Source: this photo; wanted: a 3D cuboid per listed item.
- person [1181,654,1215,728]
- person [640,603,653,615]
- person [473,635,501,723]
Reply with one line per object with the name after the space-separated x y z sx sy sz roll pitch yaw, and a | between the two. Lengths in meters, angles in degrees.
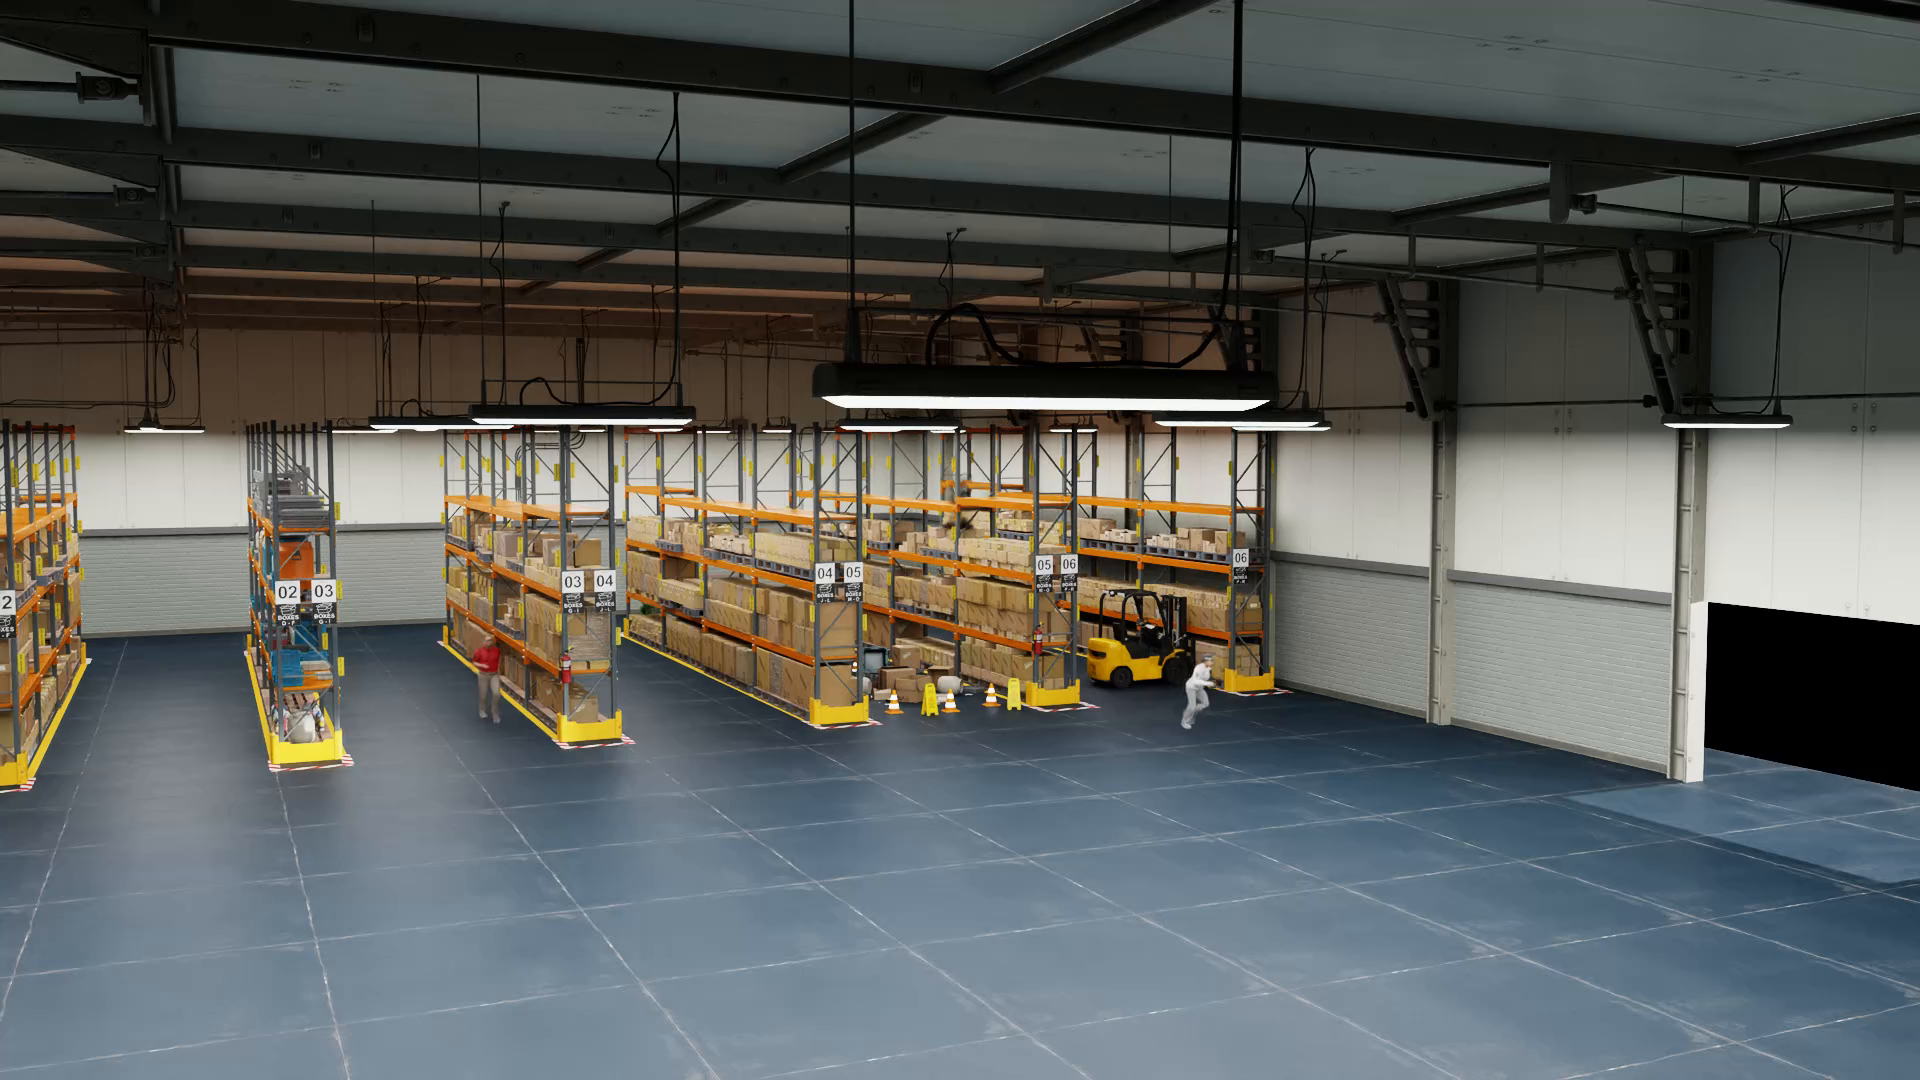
4.695 2.940 32.490 0.644 1.506 0.840 -3 5 -44 | person
-9.089 1.809 48.859 0.884 1.771 0.698 -1 4 -14 | person
-9.471 2.791 33.362 0.599 1.784 0.852 -2 4 -24 | person
